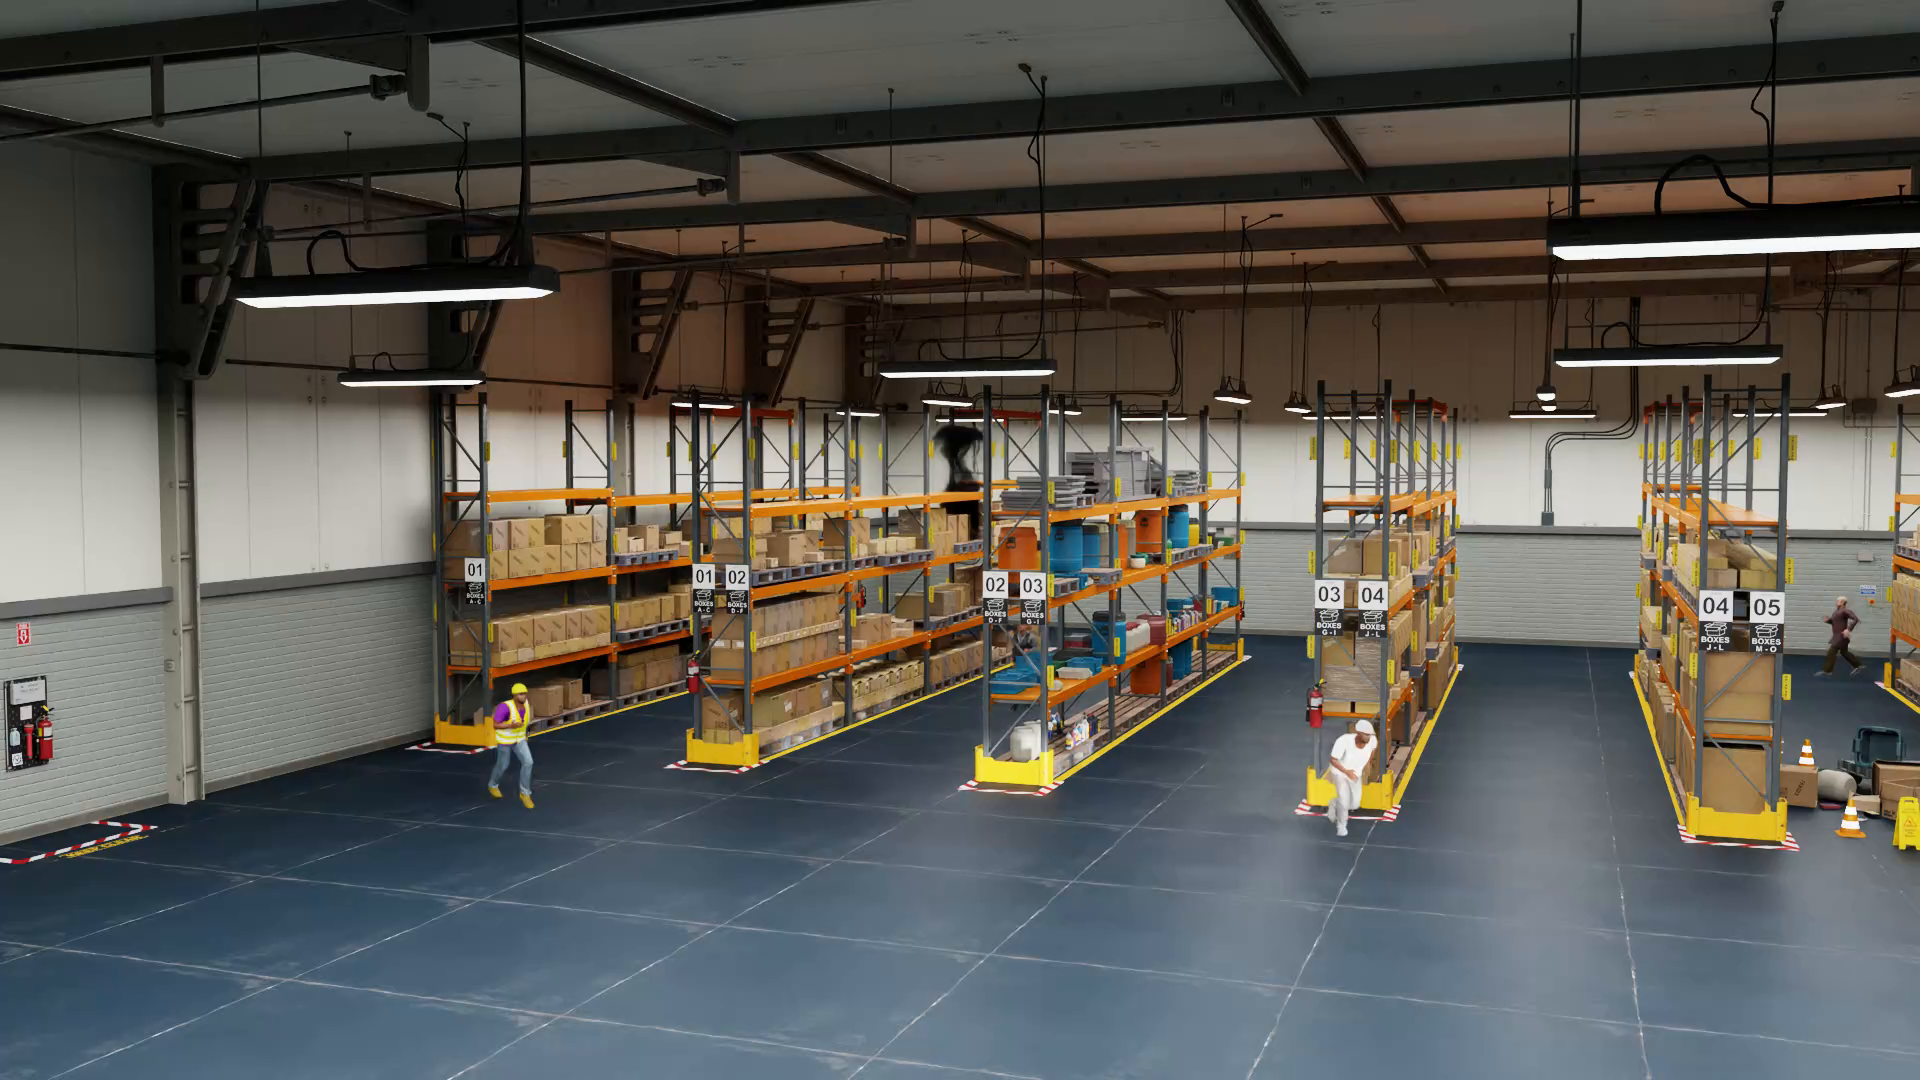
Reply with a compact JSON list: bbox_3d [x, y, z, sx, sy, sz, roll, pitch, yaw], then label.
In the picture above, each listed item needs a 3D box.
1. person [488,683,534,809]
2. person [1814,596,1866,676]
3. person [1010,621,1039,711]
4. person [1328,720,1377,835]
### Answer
[{"bbox_3d":[-6.390,2.891,23.546,0.967,1.775,0.692,3,4,44],"label":"person"},{"bbox_3d":[19.380,2.121,36.578,1.055,1.772,0.693,1,3,18],"label":"person"},{"bbox_3d":[1.243,2.436,32.239,0.642,1.785,0.779,1,3,21],"label":"person"},{"bbox_3d":[5.107,3.075,21.634,0.726,1.562,0.925,-1,3,-21],"label":"person"}]
